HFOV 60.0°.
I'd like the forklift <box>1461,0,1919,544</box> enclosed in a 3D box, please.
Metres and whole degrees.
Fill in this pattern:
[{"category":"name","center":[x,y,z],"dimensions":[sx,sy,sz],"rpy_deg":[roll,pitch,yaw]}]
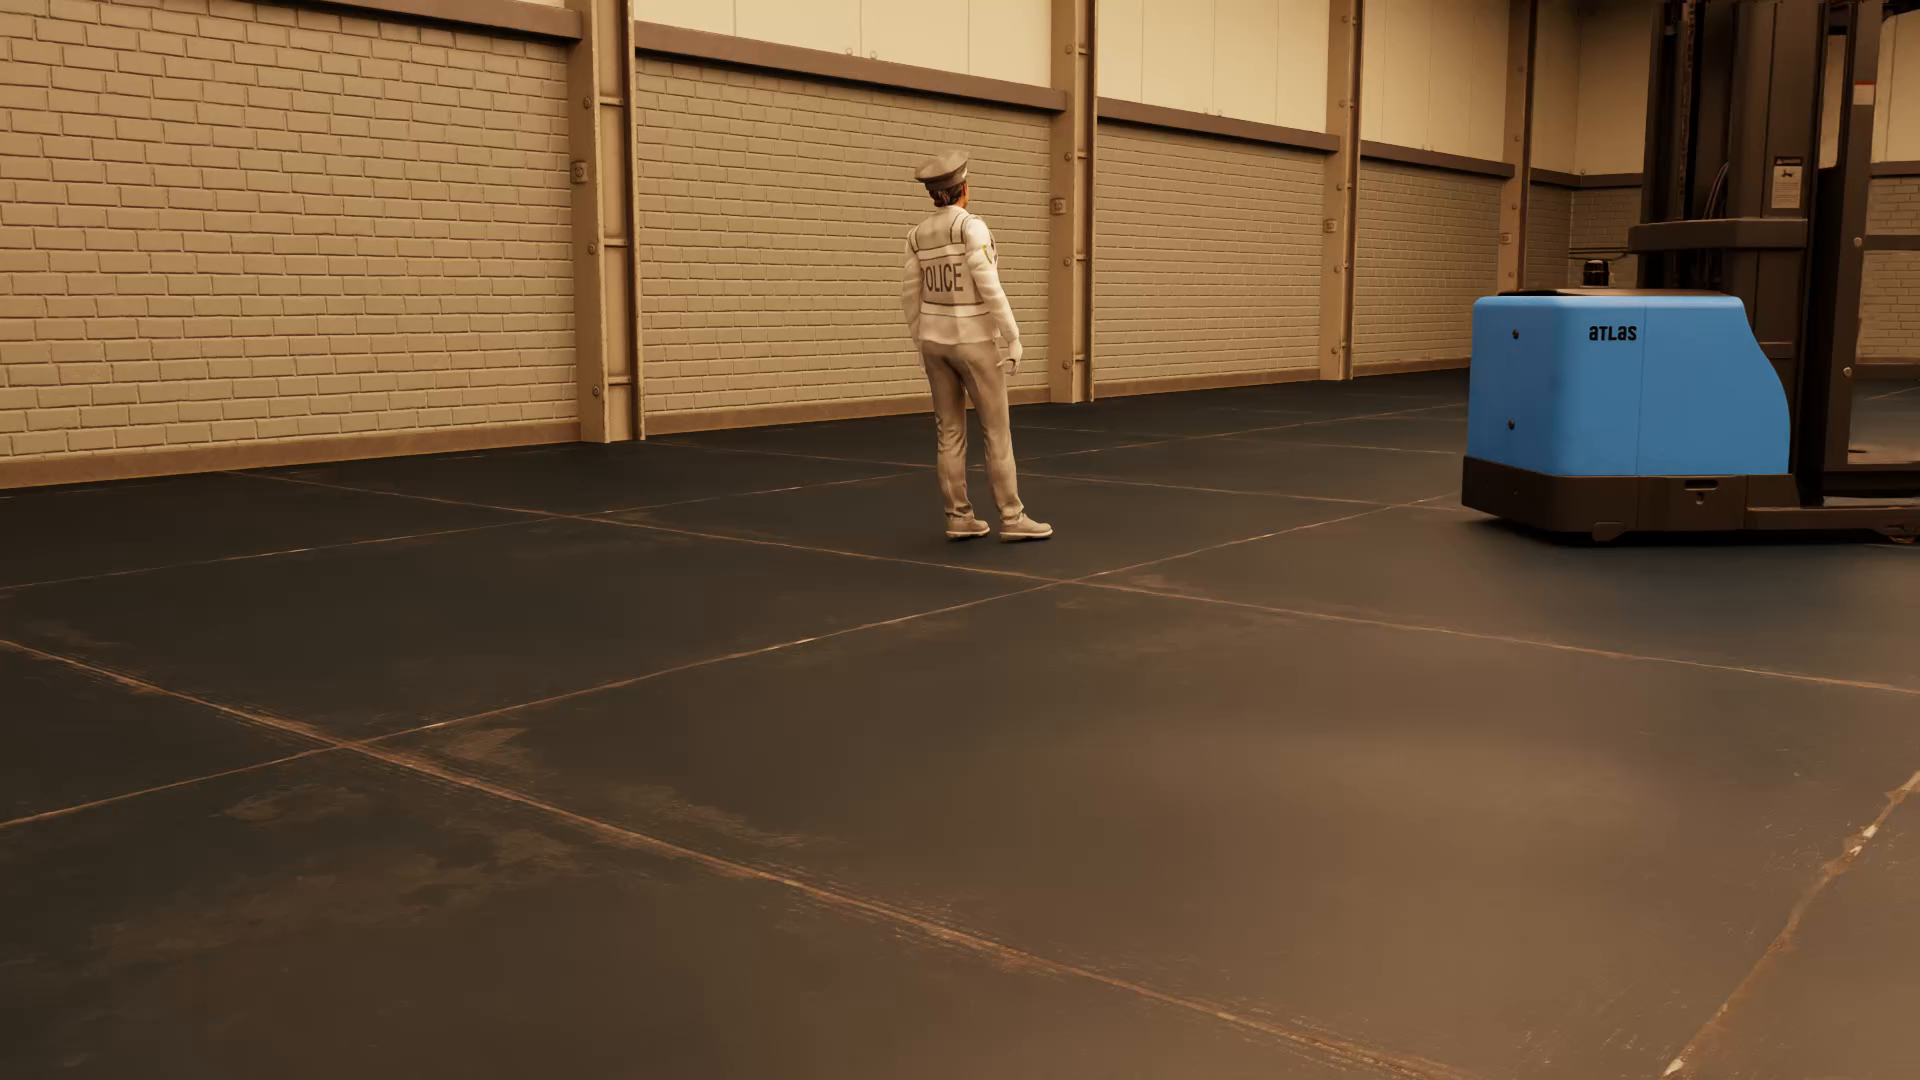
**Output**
[{"category":"forklift","center":[3.985,-1.509,7.593],"dimensions":[3.031,2.935,1.130],"rpy_deg":[-1,8,-6]}]

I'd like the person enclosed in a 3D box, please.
[{"category":"person","center":[0.049,-0.852,7.329],"dimensions":[0.586,1.694,0.531],"rpy_deg":[7,11,38]}]
